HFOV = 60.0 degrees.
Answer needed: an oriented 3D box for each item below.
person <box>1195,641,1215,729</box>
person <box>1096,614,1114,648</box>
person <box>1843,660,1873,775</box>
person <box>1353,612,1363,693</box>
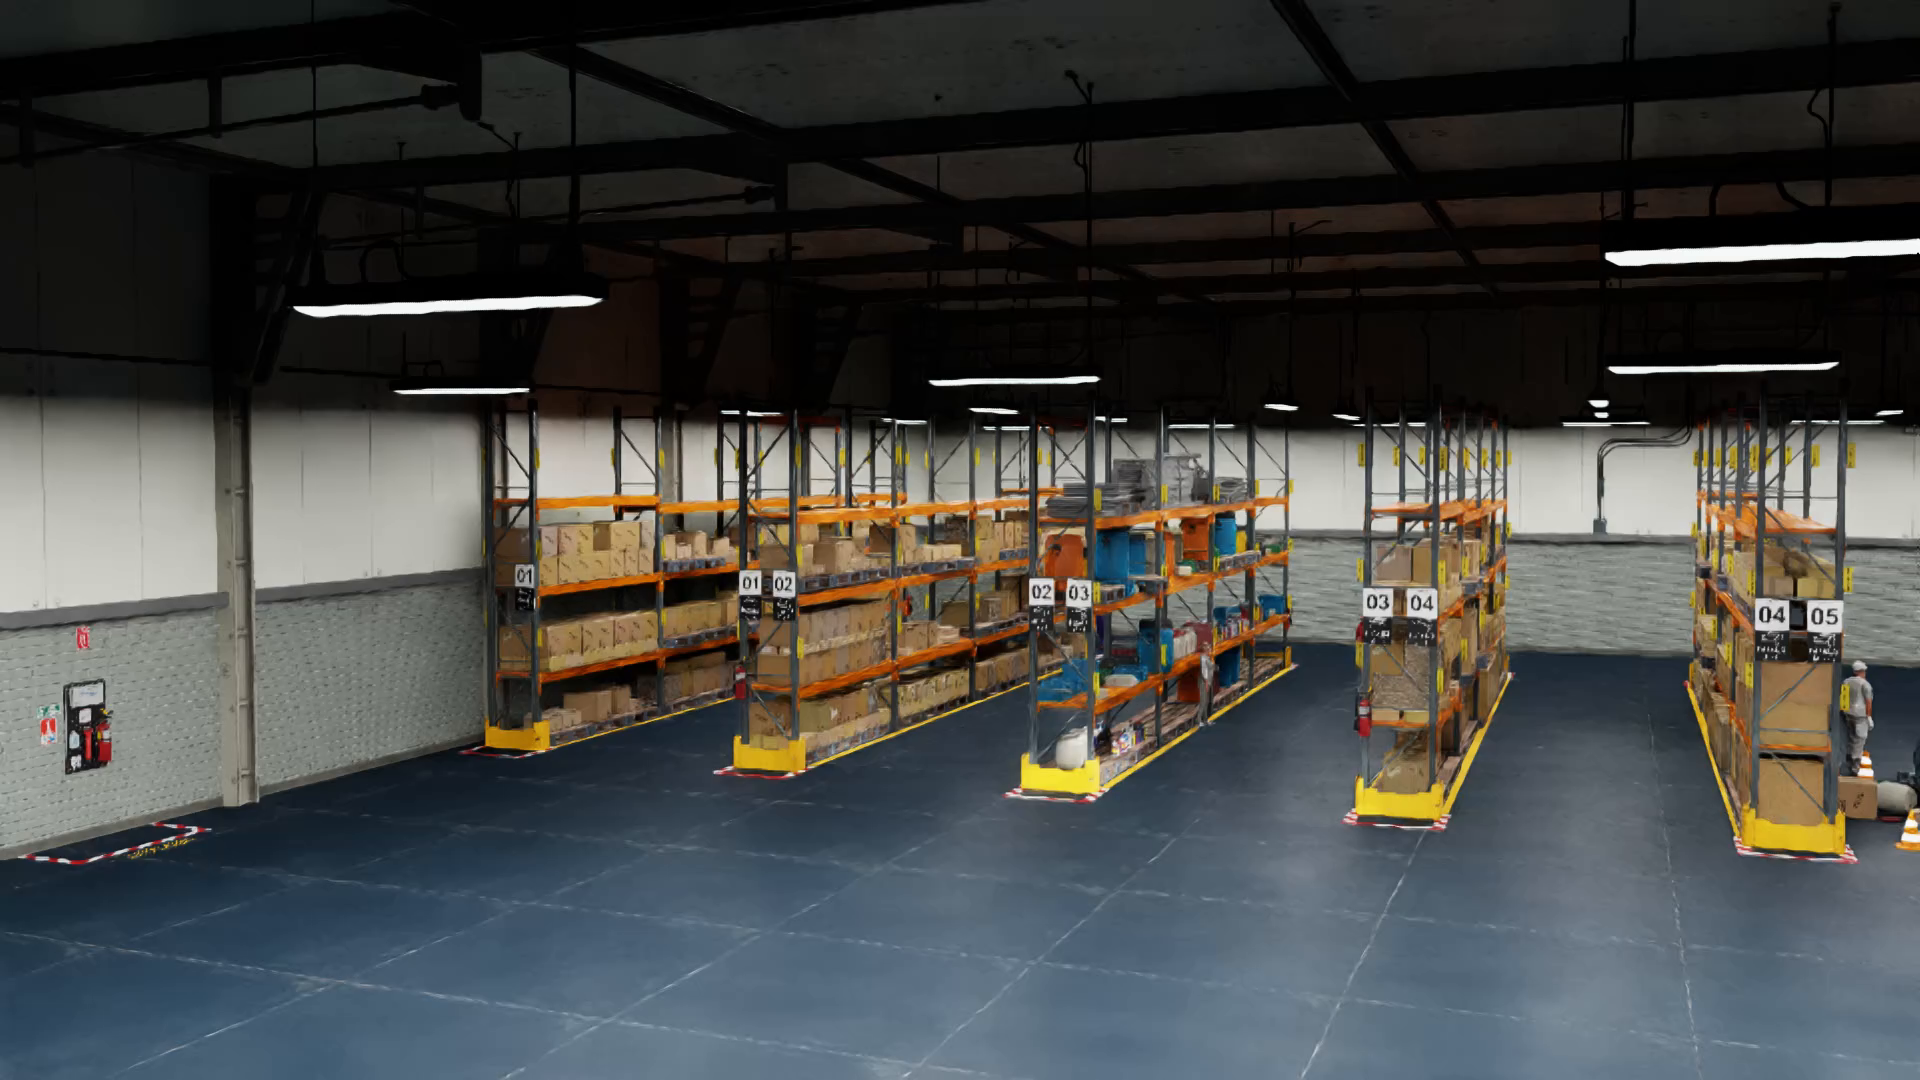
[{"bbox_3d":[4.538,2.668,30.758,0.341,1.605,0.559,1,3,13],"label":"person"},{"bbox_3d":[3.789,2.021,43.905,0.503,1.639,0.550,-2,3,-30],"label":"person"},{"bbox_3d":[14.253,2.792,26.314,0.446,1.789,0.605,0,3,-9],"label":"person"},{"bbox_3d":[8.628,2.374,35.541,0.598,1.718,0.675,2,4,40],"label":"person"}]
